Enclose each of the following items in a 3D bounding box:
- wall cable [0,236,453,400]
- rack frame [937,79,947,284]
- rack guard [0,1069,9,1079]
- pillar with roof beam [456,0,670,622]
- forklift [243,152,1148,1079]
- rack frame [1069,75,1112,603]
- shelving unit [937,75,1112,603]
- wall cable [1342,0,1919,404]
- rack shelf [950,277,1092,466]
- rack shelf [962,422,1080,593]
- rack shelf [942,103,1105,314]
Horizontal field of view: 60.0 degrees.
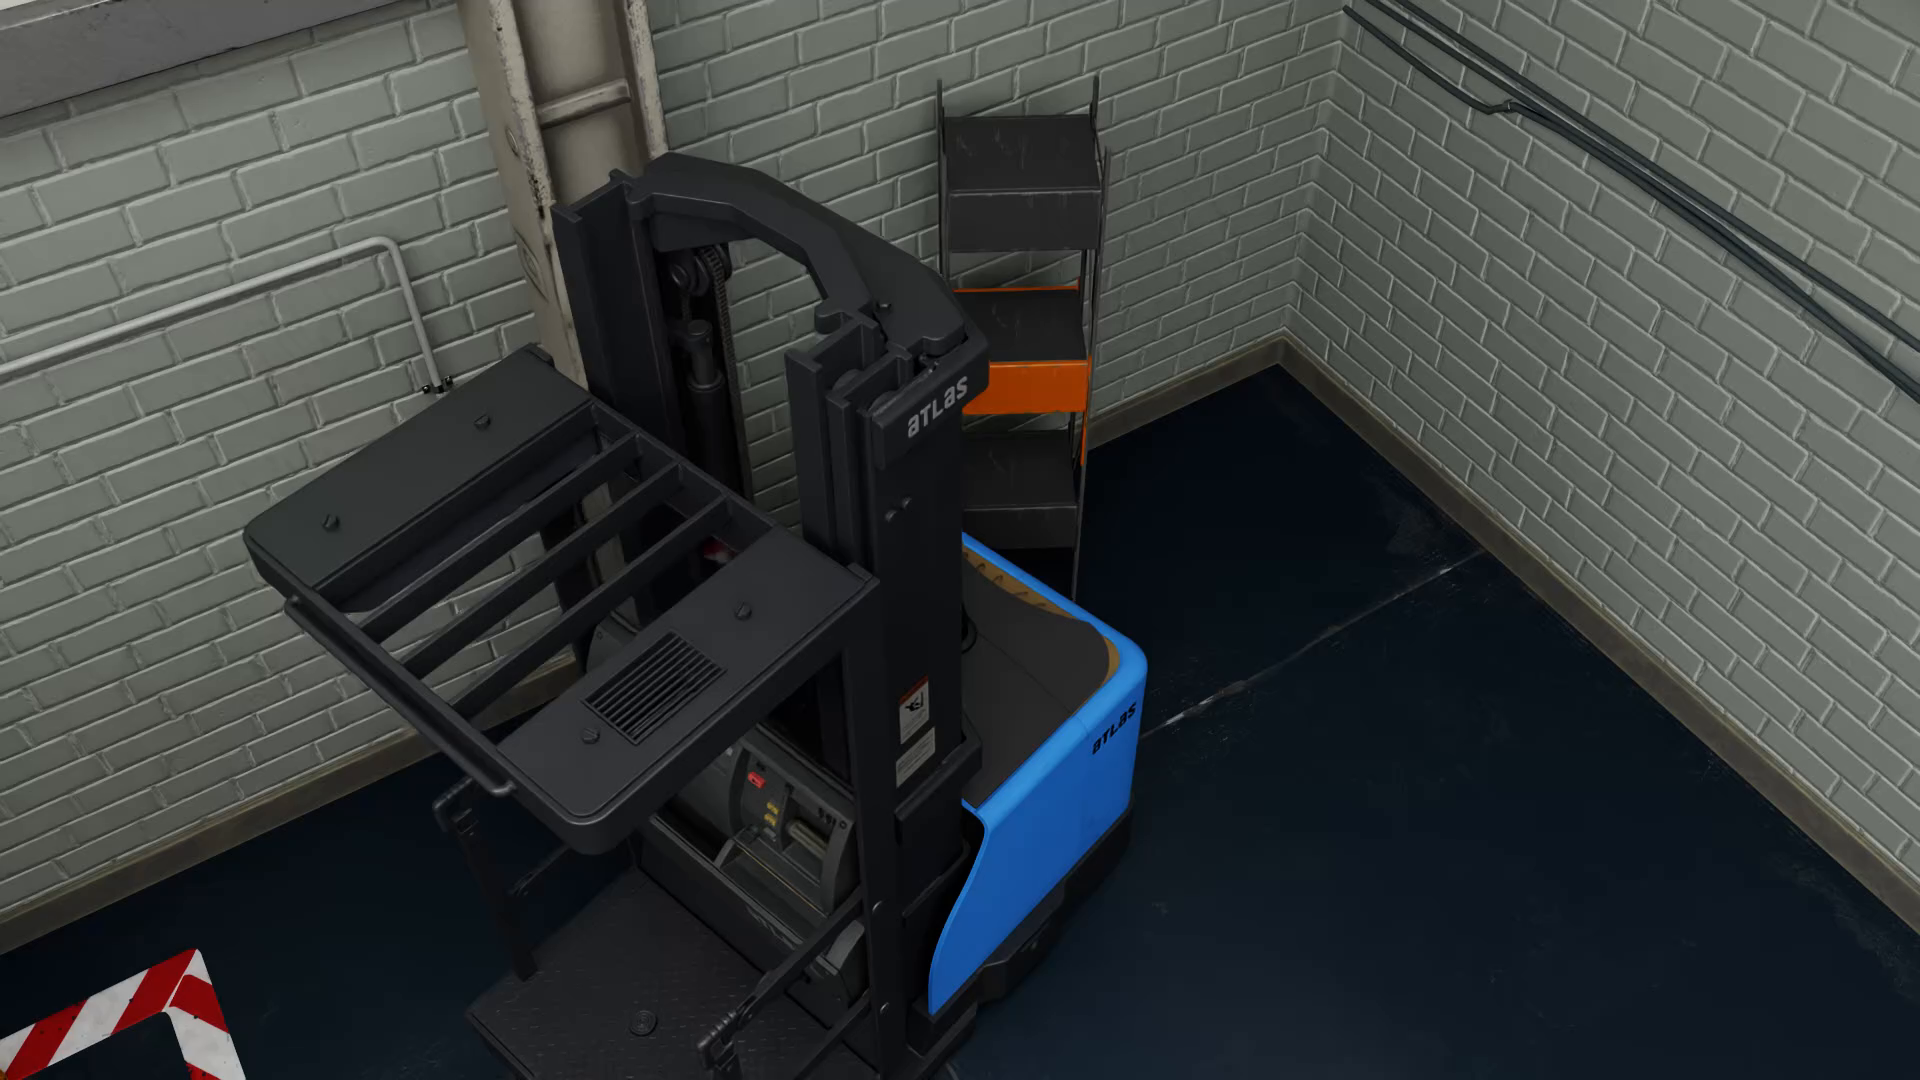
[{"bbox_3d":[-2.280,-0.351,4.319,1.851,1.984,0.084,-25,53,-21],"label":"wall cable"},{"bbox_3d":[-0.056,-0.583,5.808,0.015,2.100,0.400,-2,48,-2],"label":"rack frame"},{"bbox_3d":[-2.838,1.916,4.654,0.348,0.500,1.175,-25,53,-21],"label":"rack guard"},{"bbox_3d":[1.260,0.196,0.495,0.400,9.000,9.100,-25,53,-21],"label":"pillar with roof beam"},{"bbox_3d":[-0.766,0.671,4.135,1.130,2.935,3.031,33,56,26],"label":"forklift"},{"bbox_3d":[0.432,-0.598,5.822,0.015,2.100,0.400,-2,48,-2],"label":"rack frame"},{"bbox_3d":[0.188,-0.590,5.815,0.503,2.100,0.431,-2,48,-2],"label":"shelving unit"},{"bbox_3d":[2.116,-1.896,4.437,0.112,2.526,3.097,-25,53,-21],"label":"wall cable"},{"bbox_3d":[0.188,-0.581,5.825,0.480,0.518,0.431,-2,48,-2],"label":"rack shelf"},{"bbox_3d":[0.188,-0.116,6.348,0.480,0.518,0.431,-2,48,-2],"label":"rack shelf"},{"bbox_3d":[0.188,-1.047,5.302,0.480,0.518,0.431,-2,48,-2],"label":"rack shelf"}]
